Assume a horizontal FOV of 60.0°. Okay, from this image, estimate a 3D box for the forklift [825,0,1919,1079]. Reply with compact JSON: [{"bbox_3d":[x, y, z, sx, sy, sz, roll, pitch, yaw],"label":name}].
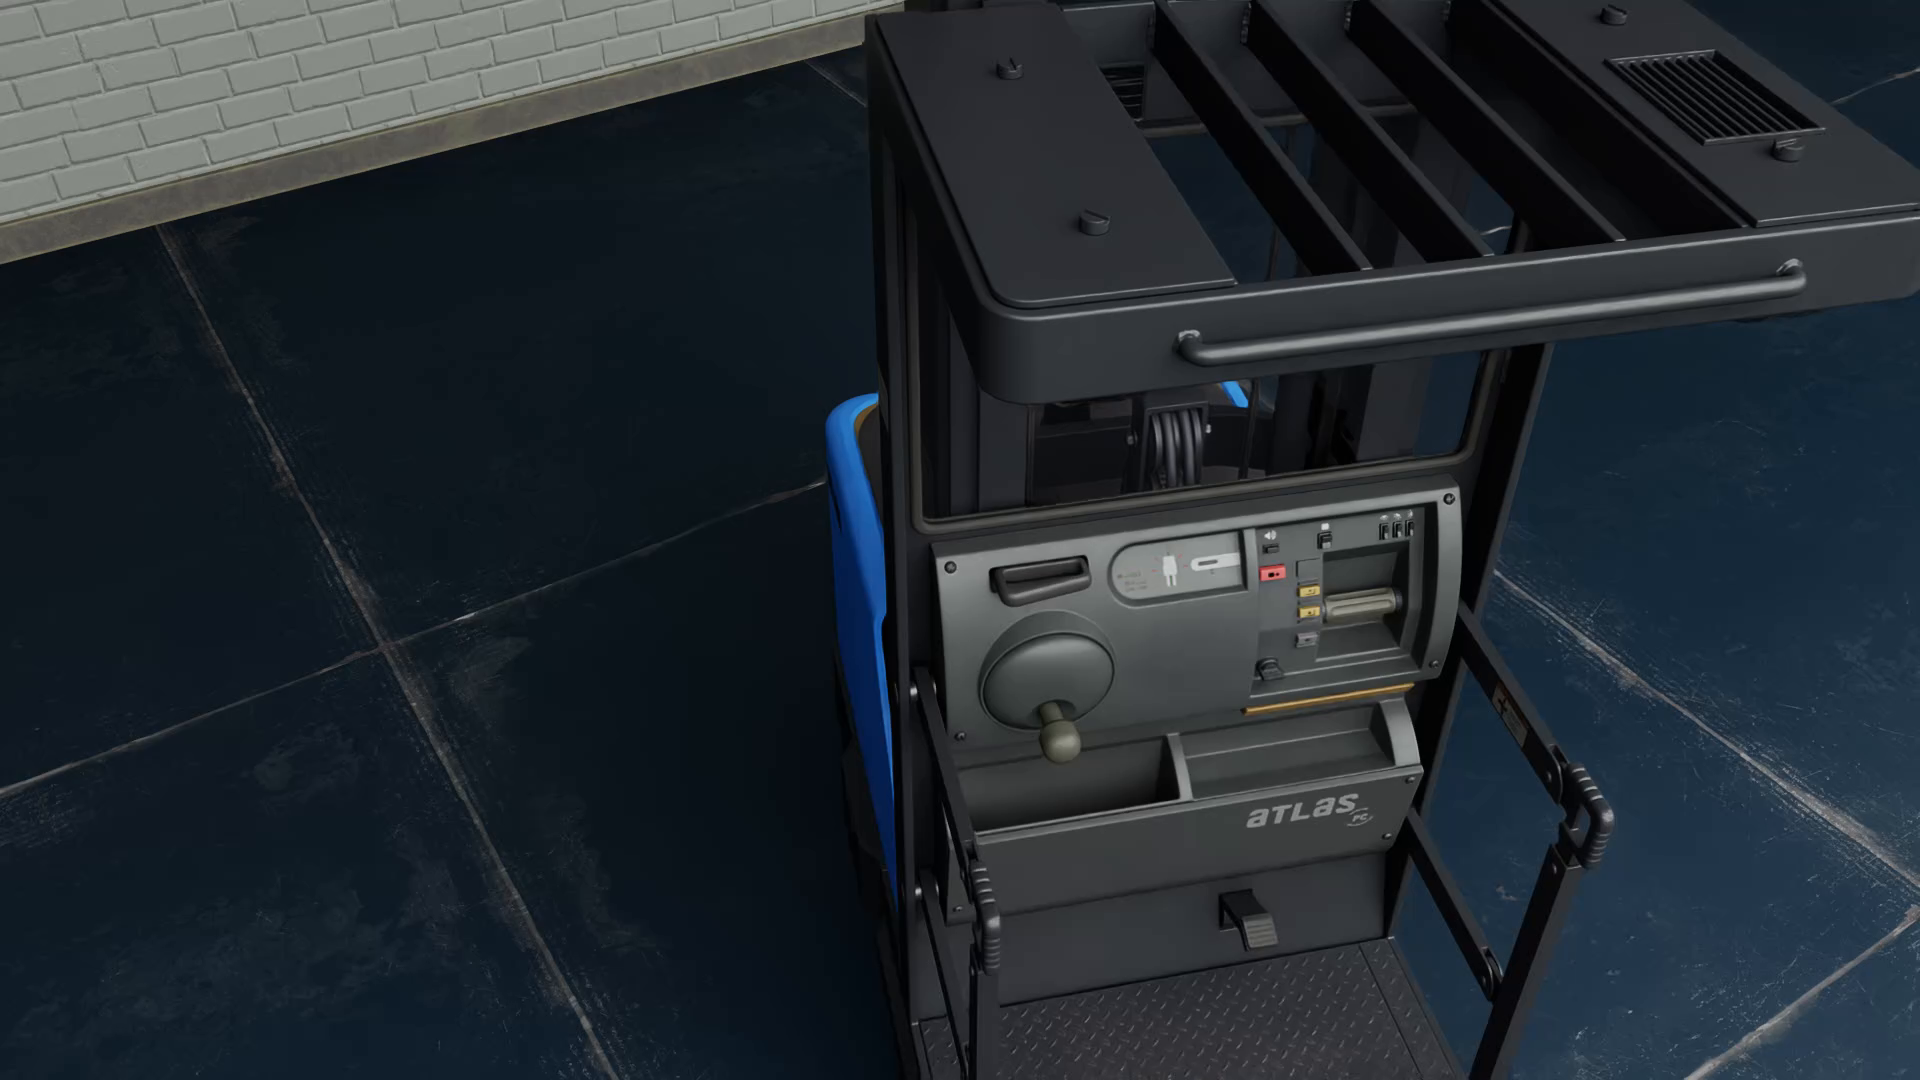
[{"bbox_3d":[0.466,0.216,2.701,1.130,2.935,3.031,-8,40,-9],"label":"forklift"}]
